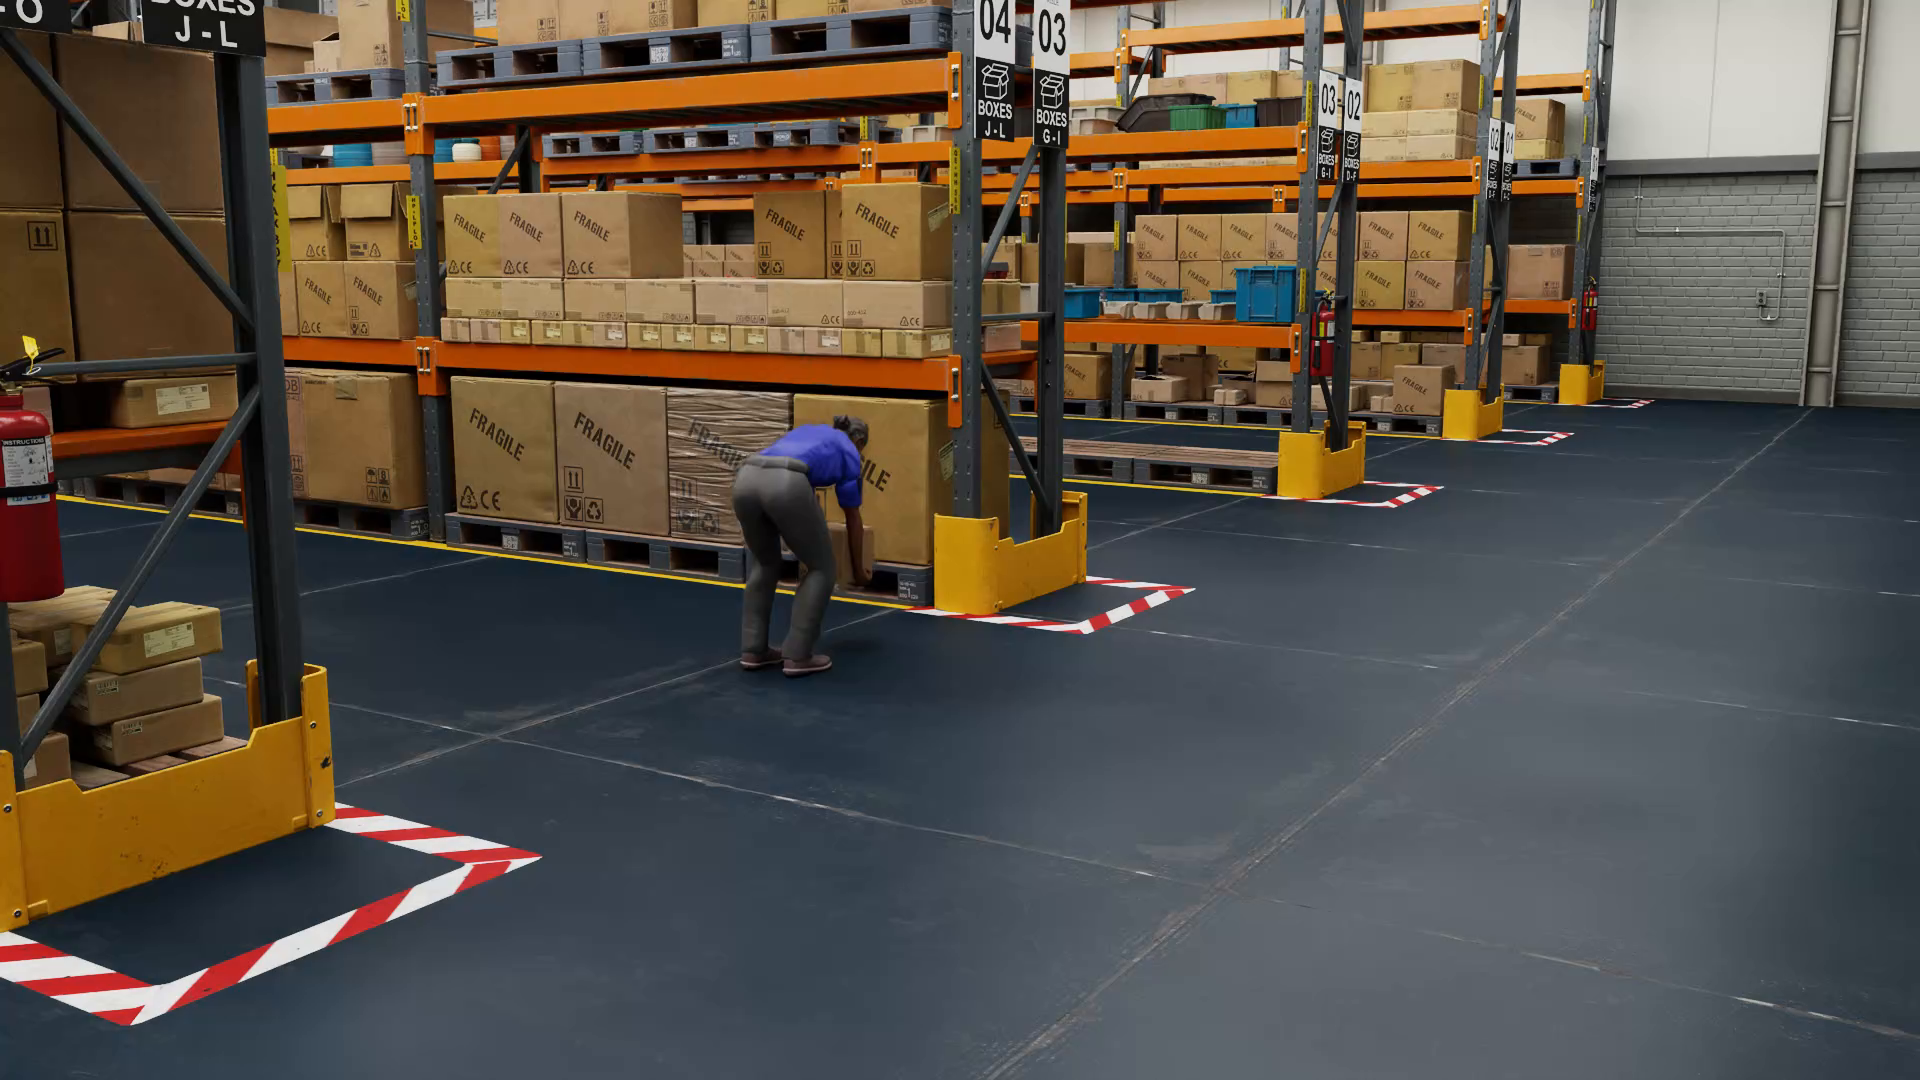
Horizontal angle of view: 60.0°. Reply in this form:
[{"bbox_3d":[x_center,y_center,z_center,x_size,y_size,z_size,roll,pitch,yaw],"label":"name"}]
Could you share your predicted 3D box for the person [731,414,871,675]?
[{"bbox_3d":[-0.677,0.002,7.554,0.422,1.112,0.867,5,11,29],"label":"person"}]
